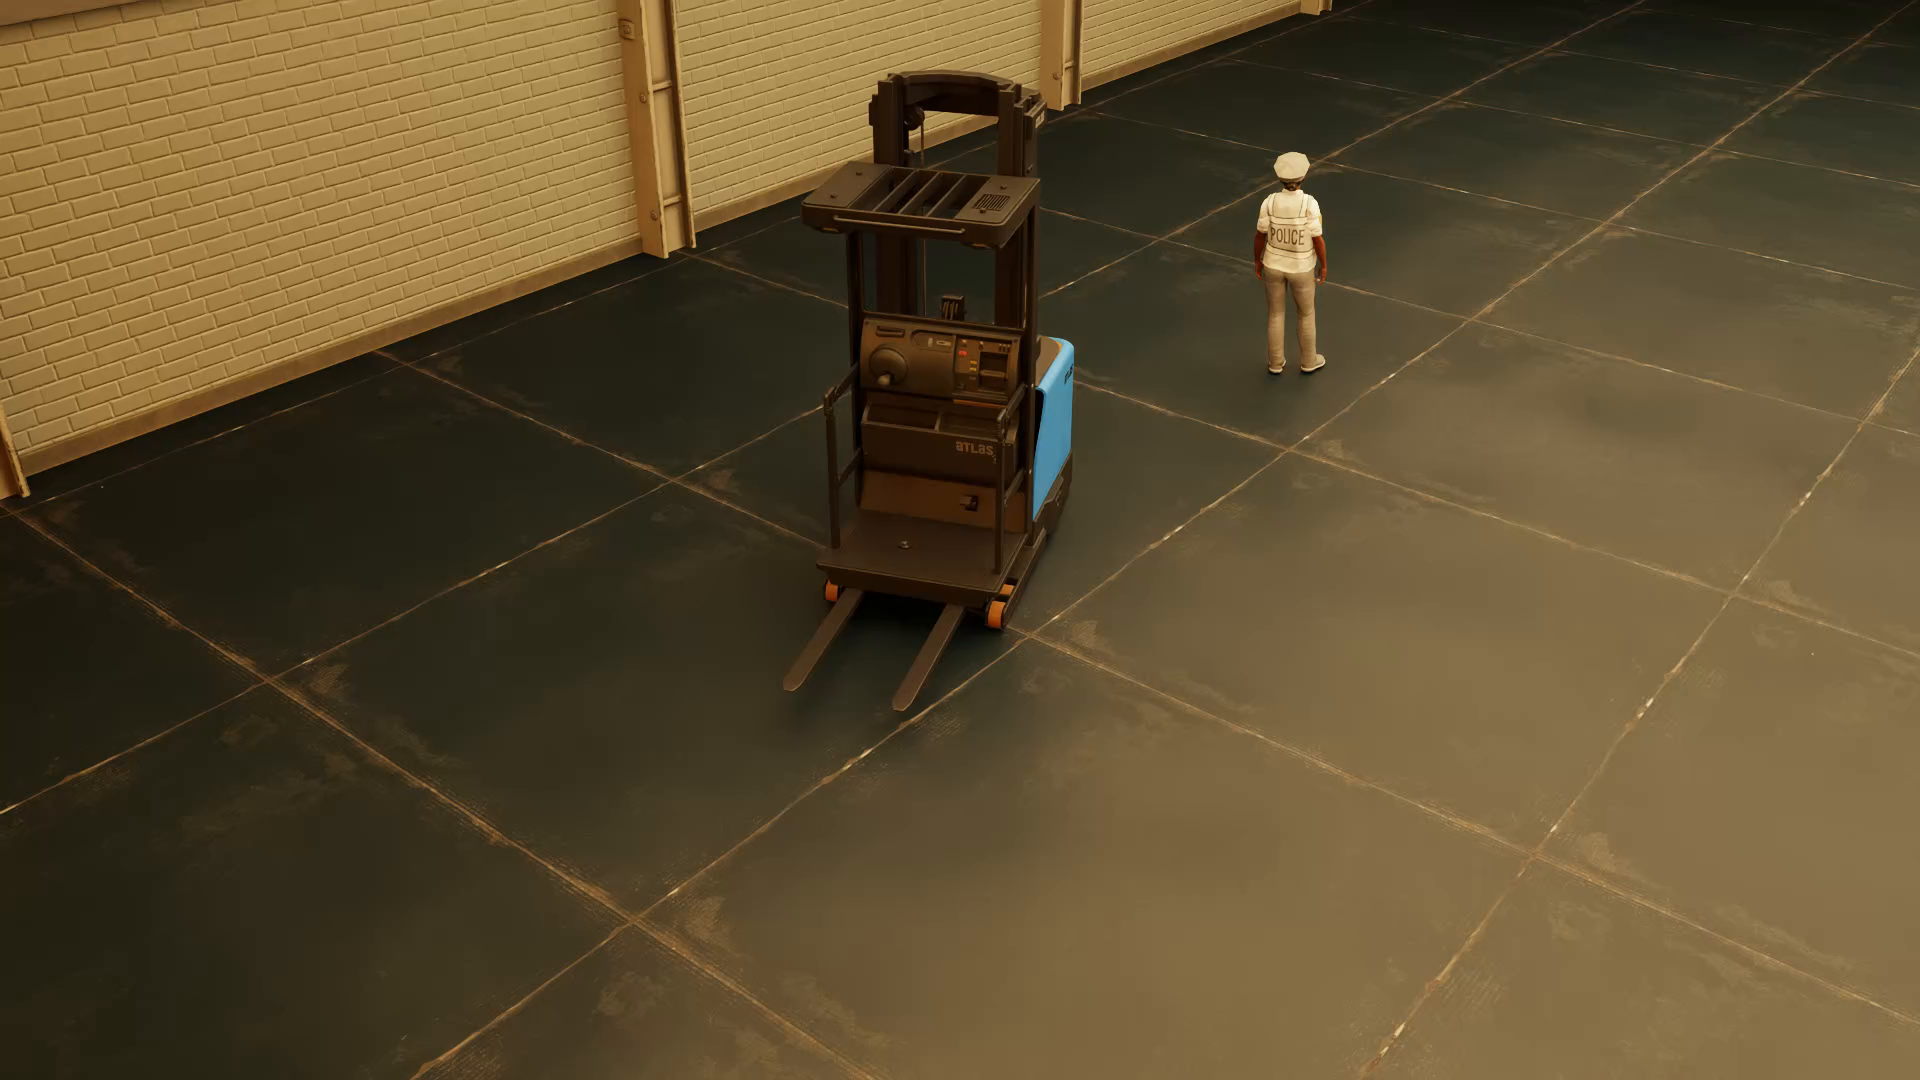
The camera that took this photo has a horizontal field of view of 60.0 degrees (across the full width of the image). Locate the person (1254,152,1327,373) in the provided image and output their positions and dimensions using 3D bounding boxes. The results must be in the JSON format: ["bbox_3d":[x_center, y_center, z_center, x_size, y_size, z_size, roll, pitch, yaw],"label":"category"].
[{"bbox_3d":[2.467,-2.047,12.310,0.570,1.694,0.527,12,33,20],"label":"person"}]

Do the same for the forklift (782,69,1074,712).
[{"bbox_3d":[-0.176,-0.972,9.258,1.130,2.935,3.031,9,31,14],"label":"forklift"}]
